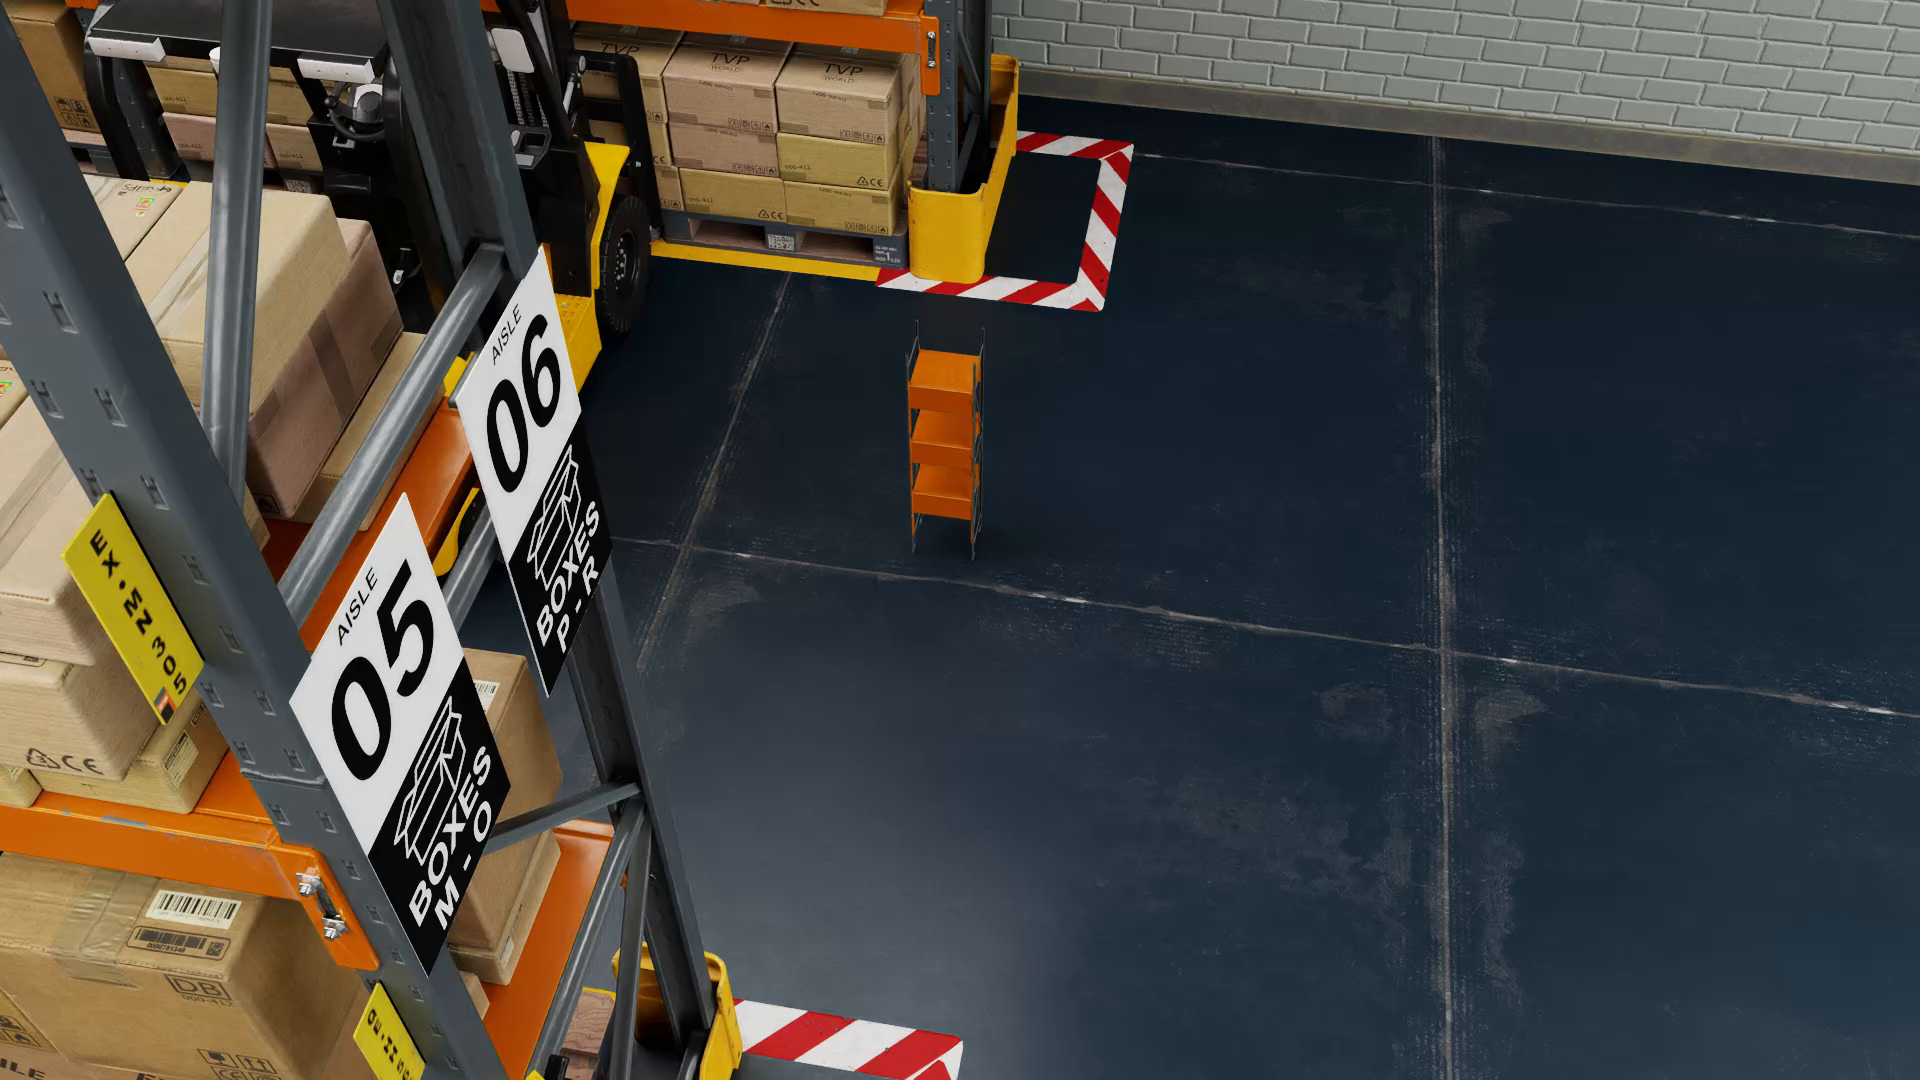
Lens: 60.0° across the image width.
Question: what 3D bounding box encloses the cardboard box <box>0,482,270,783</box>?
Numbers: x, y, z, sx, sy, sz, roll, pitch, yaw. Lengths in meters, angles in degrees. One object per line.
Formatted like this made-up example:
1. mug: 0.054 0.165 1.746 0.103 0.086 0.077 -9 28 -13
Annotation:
1. cardboard box: -1.429 0.062 2.534 0.500 0.250 0.500 7 48 6

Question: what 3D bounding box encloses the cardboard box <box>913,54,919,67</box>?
1. cardboard box: -0.437 -2.407 7.762 0.500 0.250 0.500 7 48 6

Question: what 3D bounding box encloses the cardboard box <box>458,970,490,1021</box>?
1. cardboard box: -1.283 1.176 3.818 0.250 0.149 0.380 9 49 8

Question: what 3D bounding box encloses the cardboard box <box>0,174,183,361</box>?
1. cardboard box: -1.441 -0.418 2.698 0.250 0.149 0.380 7 48 7

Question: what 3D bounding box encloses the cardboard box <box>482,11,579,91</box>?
1. cardboard box: -2.006 -2.232 7.605 0.500 0.250 0.500 7 48 6

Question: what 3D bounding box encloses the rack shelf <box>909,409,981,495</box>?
1. rack shelf: -0.053 -0.351 6.346 0.240 0.259 0.215 8 49 7

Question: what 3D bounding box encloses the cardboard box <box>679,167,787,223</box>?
1. cardboard box: -1.004 -1.774 7.866 0.500 0.250 0.500 8 49 7

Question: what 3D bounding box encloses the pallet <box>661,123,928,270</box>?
1. pallet: -0.758 -1.788 8.186 1.213 0.211 1.003 8 49 7

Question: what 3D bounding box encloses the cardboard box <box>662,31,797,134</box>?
1. cardboard box: -1.010 -2.100 7.487 0.500 0.250 0.500 8 49 8

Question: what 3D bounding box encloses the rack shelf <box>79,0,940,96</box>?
1. rack shelf: -1.966 -2.673 7.591 4.000 0.370 1.077 8 49 7

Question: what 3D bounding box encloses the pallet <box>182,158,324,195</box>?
1. pallet: -3.159 -2.110 8.476 1.213 0.211 1.003 8 49 7

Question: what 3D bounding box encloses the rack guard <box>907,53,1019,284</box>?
1. rack guard: 0.026 -1.810 8.013 0.348 0.500 1.175 8 49 7

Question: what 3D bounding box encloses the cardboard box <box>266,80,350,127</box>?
1. cardboard box: -3.017 -2.212 7.923 0.500 0.250 0.500 7 48 7

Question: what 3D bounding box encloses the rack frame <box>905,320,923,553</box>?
1. rack frame: -0.173 -0.374 6.352 0.008 1.050 0.200 8 49 7

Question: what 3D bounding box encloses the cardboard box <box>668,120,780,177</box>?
1. cardboard box: -1.024 -1.947 7.685 0.500 0.250 0.500 7 48 6

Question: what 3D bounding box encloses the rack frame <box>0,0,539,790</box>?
1. rack frame: -0.877 -1.020 1.589 0.127 3.000 1.000 8 49 7

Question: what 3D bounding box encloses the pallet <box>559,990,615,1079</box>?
1. pallet: -1.745 1.773 4.987 1.213 0.211 1.003 8 49 7

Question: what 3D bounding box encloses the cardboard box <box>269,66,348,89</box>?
1. cardboard box: -3.013 -2.365 7.724 0.500 0.250 0.500 8 49 7

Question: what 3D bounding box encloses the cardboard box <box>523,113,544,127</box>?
1. cardboard box: -2.028 -2.069 7.795 0.500 0.250 0.500 8 48 7

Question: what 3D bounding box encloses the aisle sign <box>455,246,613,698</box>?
1. aisle sign: -0.761 -0.103 3.050 0.004 0.787 0.394 8 49 7

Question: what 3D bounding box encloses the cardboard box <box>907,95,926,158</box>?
1. cardboard box: -0.447 -2.078 8.139 0.500 0.250 0.500 8 49 7

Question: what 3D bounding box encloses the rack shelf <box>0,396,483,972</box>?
1. rack shelf: -2.845 -0.042 3.210 4.000 0.370 1.077 8 49 7

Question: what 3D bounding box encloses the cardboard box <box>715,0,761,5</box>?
1. cardboard box: -1.038 -2.631 7.002 0.500 0.500 0.500 9 49 8

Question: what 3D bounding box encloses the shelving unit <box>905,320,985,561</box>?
1. shelving unit: -0.053 -0.358 6.338 0.252 1.050 0.215 8 49 7

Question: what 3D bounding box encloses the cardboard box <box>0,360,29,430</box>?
1. cardboard box: -1.509 -0.091 2.404 0.250 0.149 0.380 8 49 7

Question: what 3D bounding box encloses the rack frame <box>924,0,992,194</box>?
1. rack frame: 0.002 -2.649 7.086 0.127 3.000 1.000 8 49 7

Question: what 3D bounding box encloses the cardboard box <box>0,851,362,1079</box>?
1. cardboard box: -1.419 0.610 3.218 0.500 0.500 0.700 7 48 6

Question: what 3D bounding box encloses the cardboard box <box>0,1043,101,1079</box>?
1. cardboard box: -1.952 0.912 3.619 0.500 0.500 0.500 8 49 7

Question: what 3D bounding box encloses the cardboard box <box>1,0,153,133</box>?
1. cardboard box: -4.450 -2.586 8.343 0.625 0.625 0.875 10 49 9

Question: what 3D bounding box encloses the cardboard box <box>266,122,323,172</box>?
1. cardboard box: -3.015 -2.037 8.102 0.500 0.250 0.500 7 48 6

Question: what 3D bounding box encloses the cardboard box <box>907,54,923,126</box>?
1. cardboard box: -0.424 -2.252 7.959 0.500 0.250 0.500 8 49 8

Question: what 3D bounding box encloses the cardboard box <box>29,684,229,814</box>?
1. cardboard box: -1.278 0.224 2.657 0.250 0.149 0.380 8 49 7

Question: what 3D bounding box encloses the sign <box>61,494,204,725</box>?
1. sign: -0.996 0.090 2.013 0.005 0.325 0.100 8 49 7

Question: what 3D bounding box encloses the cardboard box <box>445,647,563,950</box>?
1. cardboard box: -1.294 0.586 3.911 0.500 0.500 0.500 7 48 6

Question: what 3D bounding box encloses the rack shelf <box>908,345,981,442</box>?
1. rack shelf: -0.053 -0.541 6.135 0.240 0.259 0.215 8 49 7
